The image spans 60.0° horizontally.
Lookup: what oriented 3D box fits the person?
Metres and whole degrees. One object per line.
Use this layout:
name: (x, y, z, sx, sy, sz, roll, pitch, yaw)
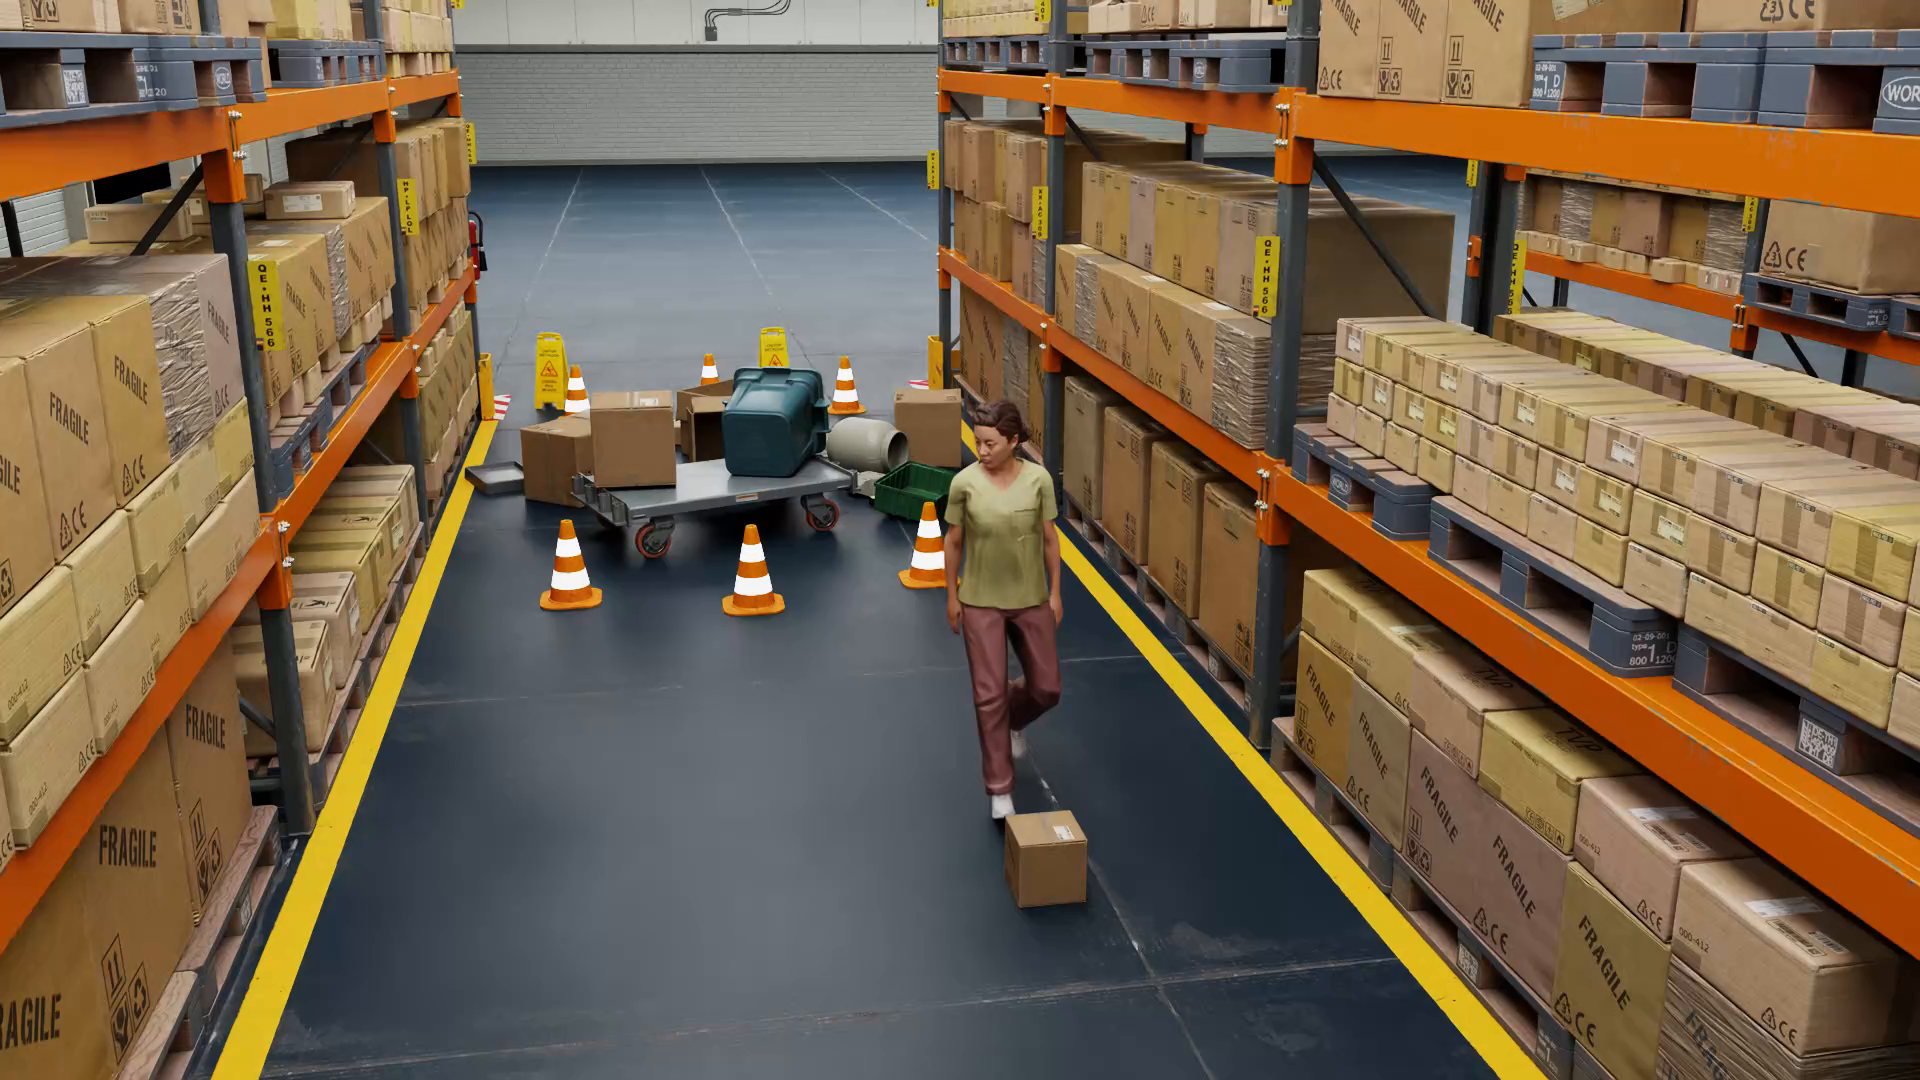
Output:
person: (0.180, 0.248, 6.657, 0.478, 1.665, 0.723, -2, 17, -7)
